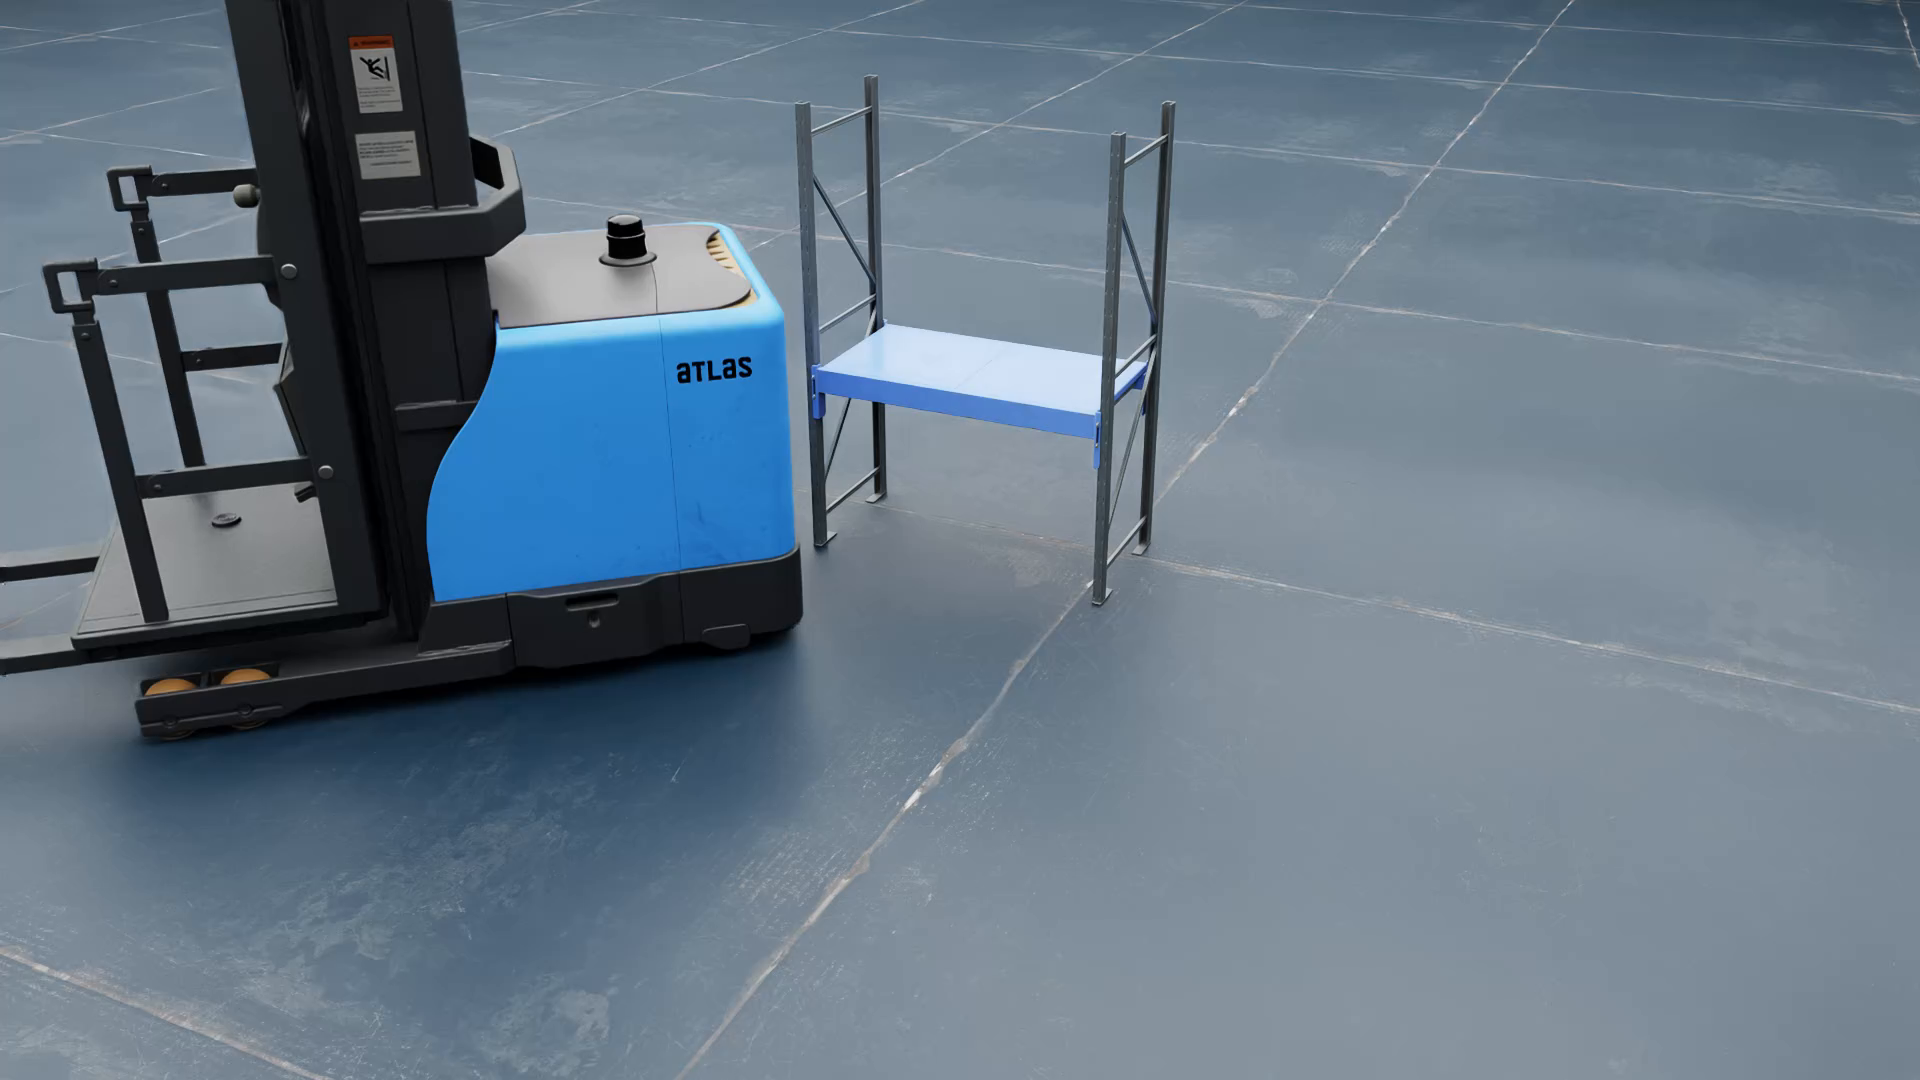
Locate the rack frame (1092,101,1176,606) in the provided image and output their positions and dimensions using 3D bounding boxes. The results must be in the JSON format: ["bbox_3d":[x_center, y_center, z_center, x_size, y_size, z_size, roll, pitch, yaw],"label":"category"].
[{"bbox_3d":[0.540,-0.564,5.198,0.032,1.500,0.500,11,28,22],"label":"rack frame"}]

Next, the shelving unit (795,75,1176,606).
[{"bbox_3d":[0.078,-0.657,5.387,1.048,1.500,0.538,11,28,22],"label":"shelving unit"}]

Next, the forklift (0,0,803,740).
[{"bbox_3d":[-2.058,-1.020,4.503,3.031,2.935,1.130,-7,27,-15],"label":"forklift"}]

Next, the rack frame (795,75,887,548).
[{"bbox_3d":[-0.385,-0.750,5.576,0.032,1.500,0.500,11,28,22],"label":"rack frame"}]

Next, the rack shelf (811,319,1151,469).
[{"bbox_3d":[0.078,-0.496,5.467,1.000,0.185,0.538,11,28,22],"label":"rack shelf"}]
